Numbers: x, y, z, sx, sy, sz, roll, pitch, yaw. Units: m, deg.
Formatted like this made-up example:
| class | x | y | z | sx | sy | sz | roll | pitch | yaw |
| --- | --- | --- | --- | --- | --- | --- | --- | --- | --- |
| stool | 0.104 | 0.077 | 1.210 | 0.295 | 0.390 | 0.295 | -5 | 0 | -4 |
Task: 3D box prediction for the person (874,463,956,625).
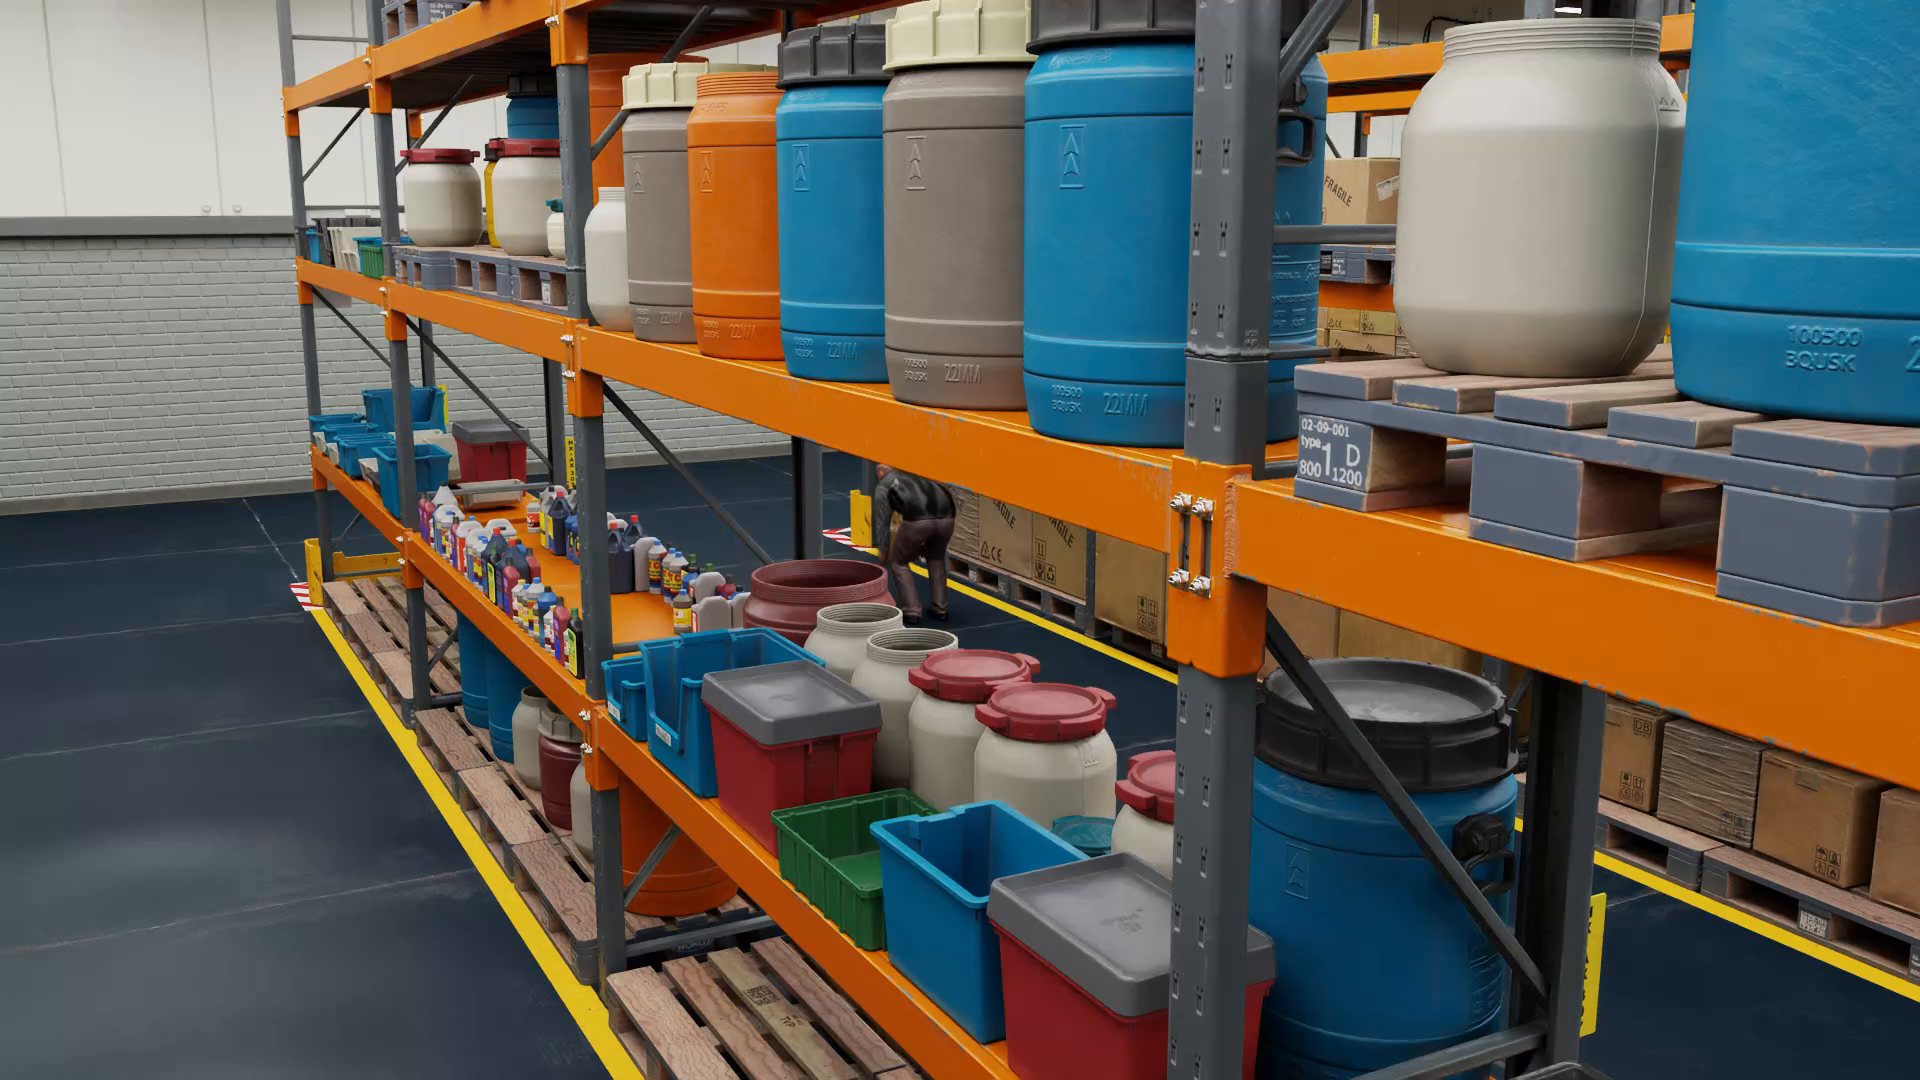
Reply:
| class | x | y | z | sx | sy | sz | roll | pitch | yaw |
| --- | --- | --- | --- | --- | --- | --- | --- | --- | --- |
| person | -0.401 | 0.001 | 13.270 | 0.479 | 1.216 | 0.905 | -7 | 13 | -30 |
